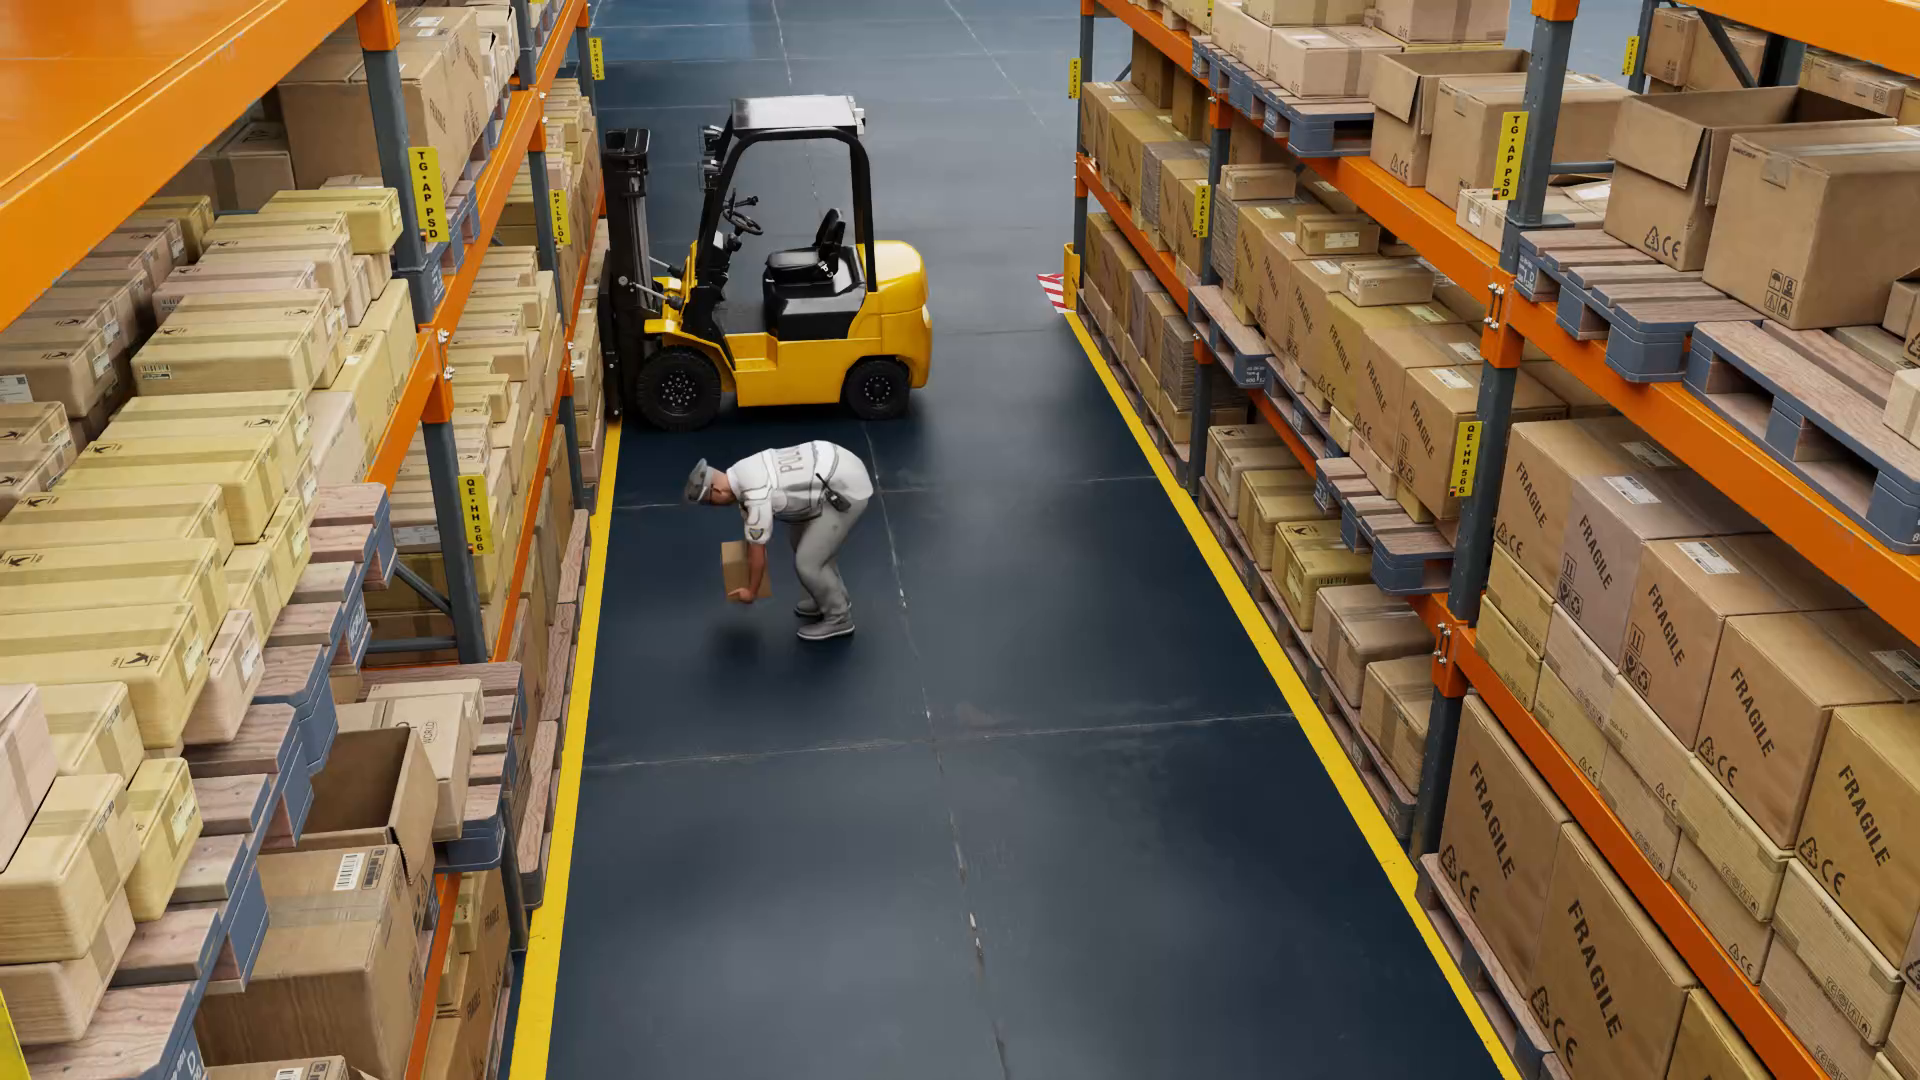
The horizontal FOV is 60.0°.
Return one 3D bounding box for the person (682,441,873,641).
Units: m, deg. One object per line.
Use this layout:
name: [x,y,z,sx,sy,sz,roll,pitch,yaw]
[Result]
person: [-1.020,0.007,9.316,1.019,1.102,0.503,-5,27,-9]
